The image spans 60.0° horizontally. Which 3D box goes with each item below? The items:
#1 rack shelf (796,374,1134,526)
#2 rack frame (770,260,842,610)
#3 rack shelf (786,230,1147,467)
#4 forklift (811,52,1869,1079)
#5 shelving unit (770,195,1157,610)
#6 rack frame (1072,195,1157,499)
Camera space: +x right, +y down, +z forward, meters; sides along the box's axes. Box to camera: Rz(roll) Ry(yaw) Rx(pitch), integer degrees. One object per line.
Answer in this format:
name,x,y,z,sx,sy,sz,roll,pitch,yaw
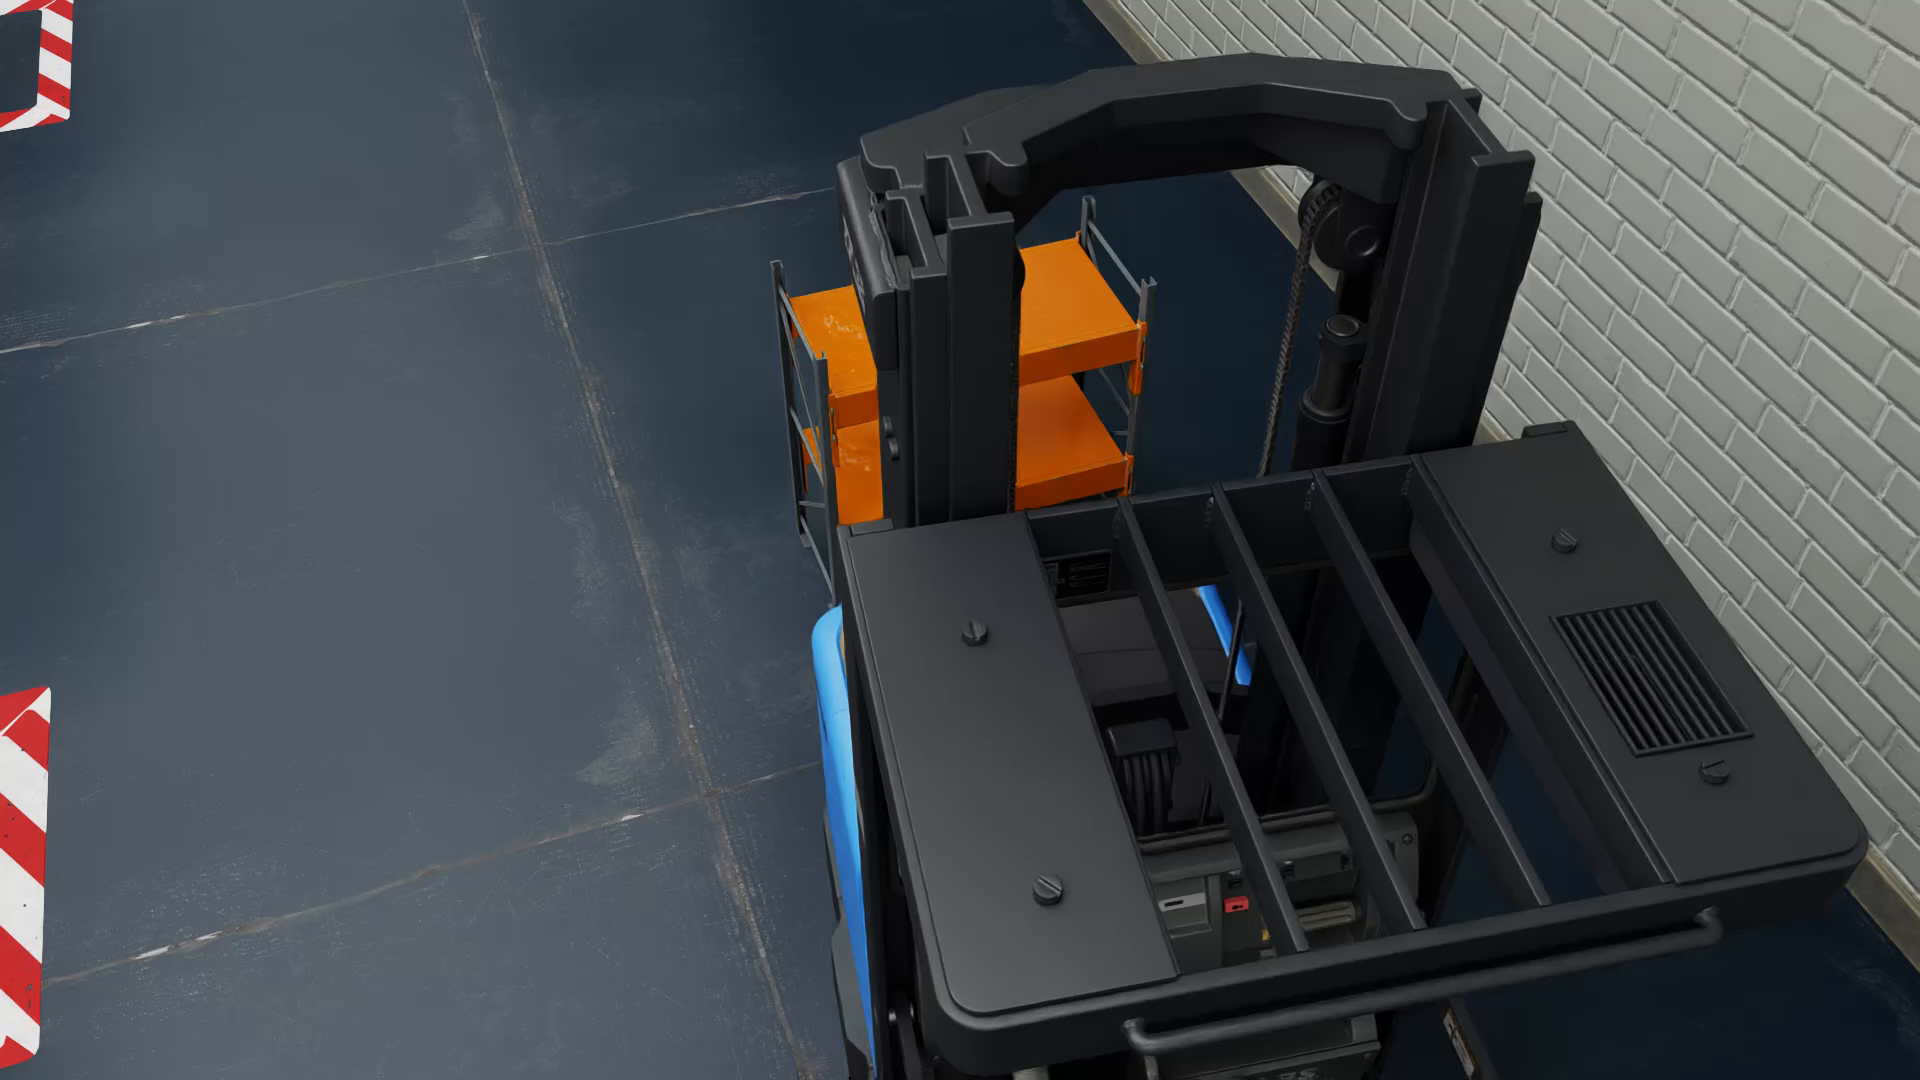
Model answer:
rack shelf,0.006,-0.226,5.526,1.000,0.278,0.538,-14,47,-14
rack frame,-0.472,-0.276,5.231,0.032,1.125,0.500,-14,47,-14
rack shelf,0.006,-0.605,5.146,1.000,0.278,0.538,-14,47,-14
forklift,0.424,0.840,2.843,1.130,2.935,3.031,-8,46,-8
shelving unit,0.006,-0.399,5.353,1.048,1.125,0.538,-14,47,-14
rack frame,0.484,-0.521,5.475,0.032,1.125,0.500,-14,47,-14
